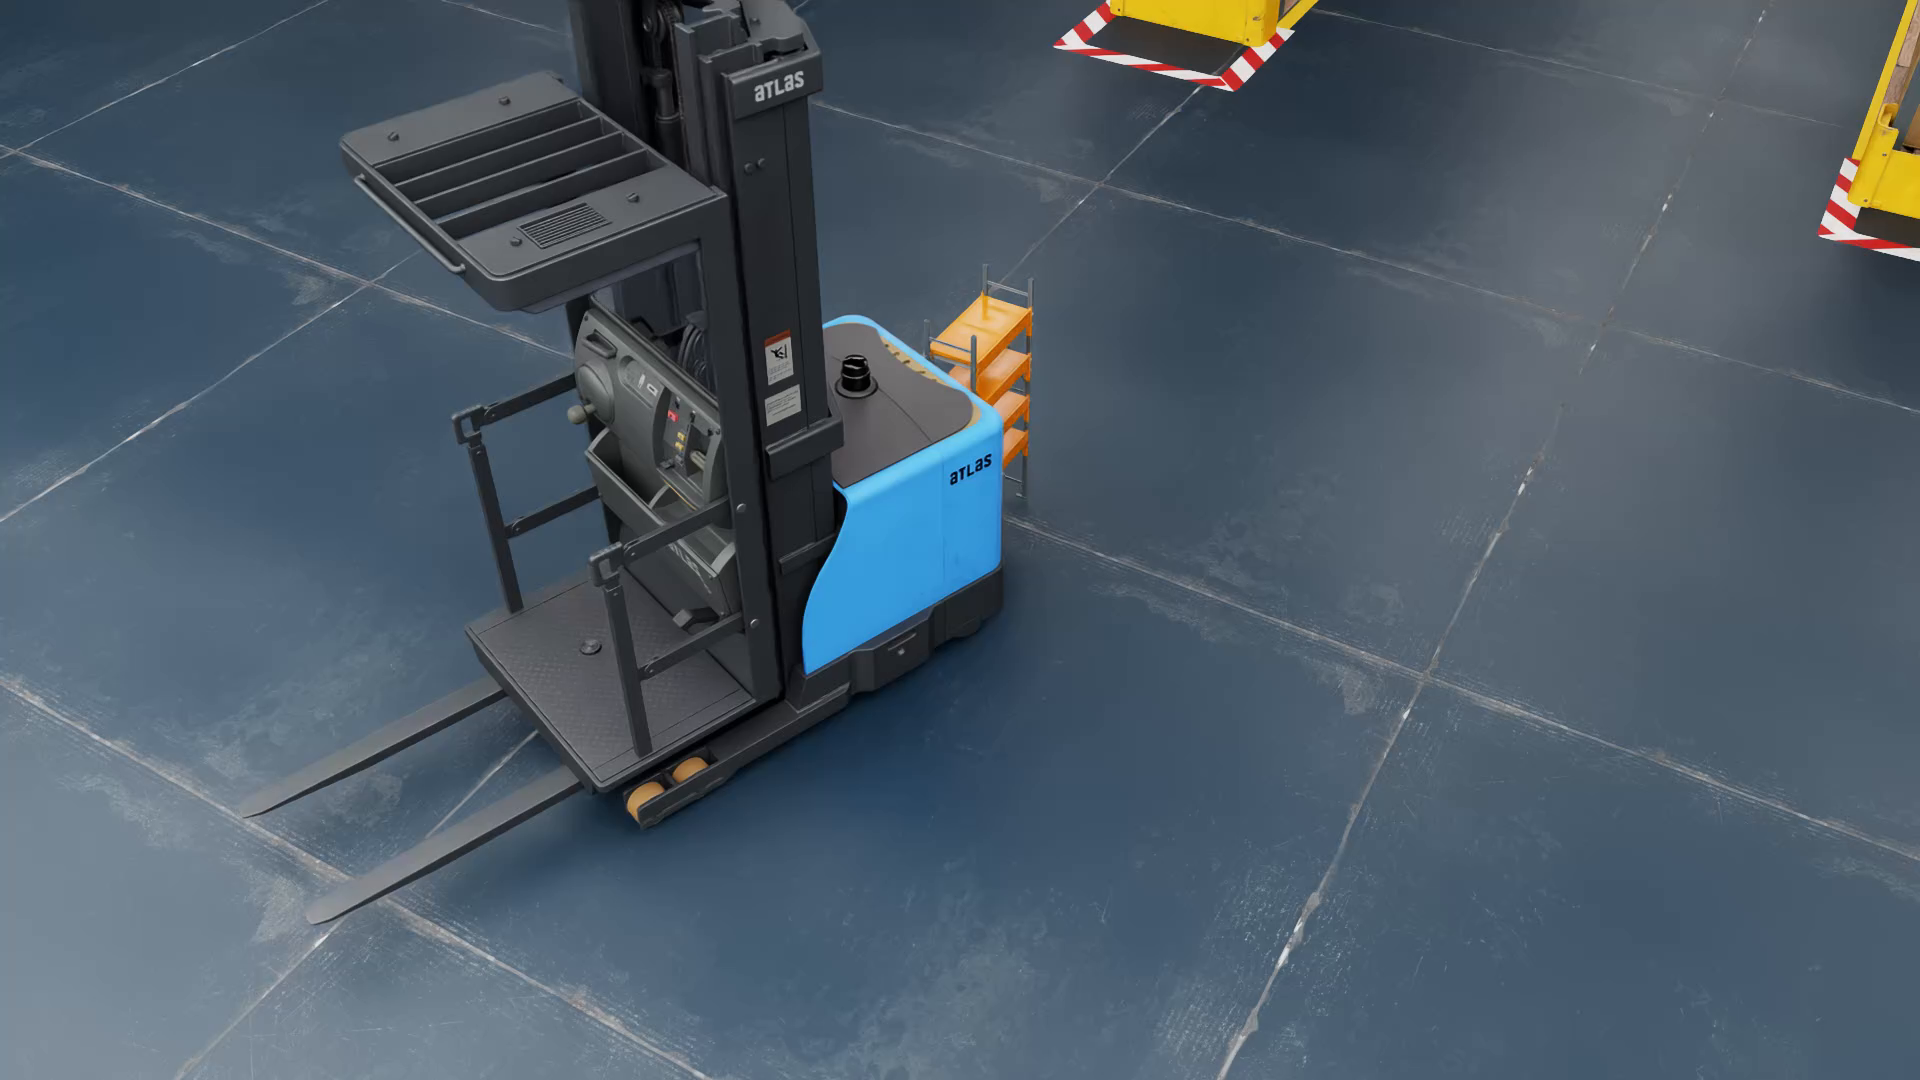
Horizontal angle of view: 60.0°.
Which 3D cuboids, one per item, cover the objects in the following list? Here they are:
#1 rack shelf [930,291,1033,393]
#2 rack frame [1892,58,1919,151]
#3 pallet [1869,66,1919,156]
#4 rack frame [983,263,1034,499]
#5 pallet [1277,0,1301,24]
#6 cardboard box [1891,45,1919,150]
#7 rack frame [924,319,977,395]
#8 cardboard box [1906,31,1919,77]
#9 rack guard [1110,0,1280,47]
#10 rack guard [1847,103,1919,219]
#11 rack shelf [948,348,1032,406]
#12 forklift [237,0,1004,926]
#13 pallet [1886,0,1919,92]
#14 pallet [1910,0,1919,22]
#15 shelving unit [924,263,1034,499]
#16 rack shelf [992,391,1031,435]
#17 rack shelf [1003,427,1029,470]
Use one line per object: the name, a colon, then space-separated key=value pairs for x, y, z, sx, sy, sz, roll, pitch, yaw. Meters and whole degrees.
rack shelf: x=0.083 y=-0.840 z=7.017 sx=0.258 sy=0.148 sz=0.480 roll=21 pitch=46 yaw=22
rack frame: x=5.840 y=-3.040 z=8.748 sx=1.000 sy=3.000 sz=0.127 roll=21 pitch=45 yaw=22
pallet: x=6.172 y=-2.477 z=10.218 sx=1.003 sy=0.211 sz=1.213 roll=21 pitch=45 yaw=22
rack frame: x=0.206 y=-0.685 z=7.435 sx=0.240 sy=1.200 sz=0.015 roll=21 pitch=46 yaw=22
pallet: x=2.072 y=-4.188 z=12.162 sx=1.003 sy=0.211 sz=1.213 roll=21 pitch=45 yaw=22
cardboard box: x=6.122 y=-2.810 z=9.776 sx=0.875 sy=0.875 sz=0.875 roll=21 pitch=46 yaw=22
rack frame: x=-0.039 y=-0.406 z=7.118 sx=0.240 sy=1.200 sz=0.015 roll=21 pitch=46 yaw=22
cardboard box: x=6.561 y=-3.314 z=10.349 sx=0.875 sy=0.875 sz=0.875 roll=20 pitch=45 yaw=21
rack guard: x=1.634 y=-3.843 z=11.551 sx=1.175 sy=0.500 sz=0.348 roll=21 pitch=45 yaw=22
rack guard: x=5.828 y=-2.088 z=9.558 sx=1.175 sy=0.500 sz=0.348 roll=21 pitch=45 yaw=22
rack shelf: x=0.083 y=-0.663 z=7.173 sx=0.258 sy=0.148 sz=0.480 roll=21 pitch=46 yaw=22
forklift: x=-1.275 y=-0.410 z=5.814 sx=3.031 sy=2.935 sz=1.130 roll=-28 pitch=49 yaw=-28
pallet: x=6.784 y=-3.172 z=11.008 sx=1.003 sy=0.211 sz=1.213 roll=21 pitch=45 yaw=22
pallet: x=7.393 y=-3.873 z=11.804 sx=1.003 sy=0.211 sz=1.213 roll=21 pitch=45 yaw=22
shelving unit: x=0.083 y=-0.545 z=7.277 sx=0.258 sy=1.200 sz=0.503 roll=21 pitch=46 yaw=22
rack shelf: x=0.083 y=-0.495 z=7.321 sx=0.258 sy=0.148 sz=0.480 roll=21 pitch=46 yaw=22
rack shelf: x=0.084 y=-0.346 z=7.453 sx=0.258 sy=0.148 sz=0.480 roll=21 pitch=46 yaw=22
